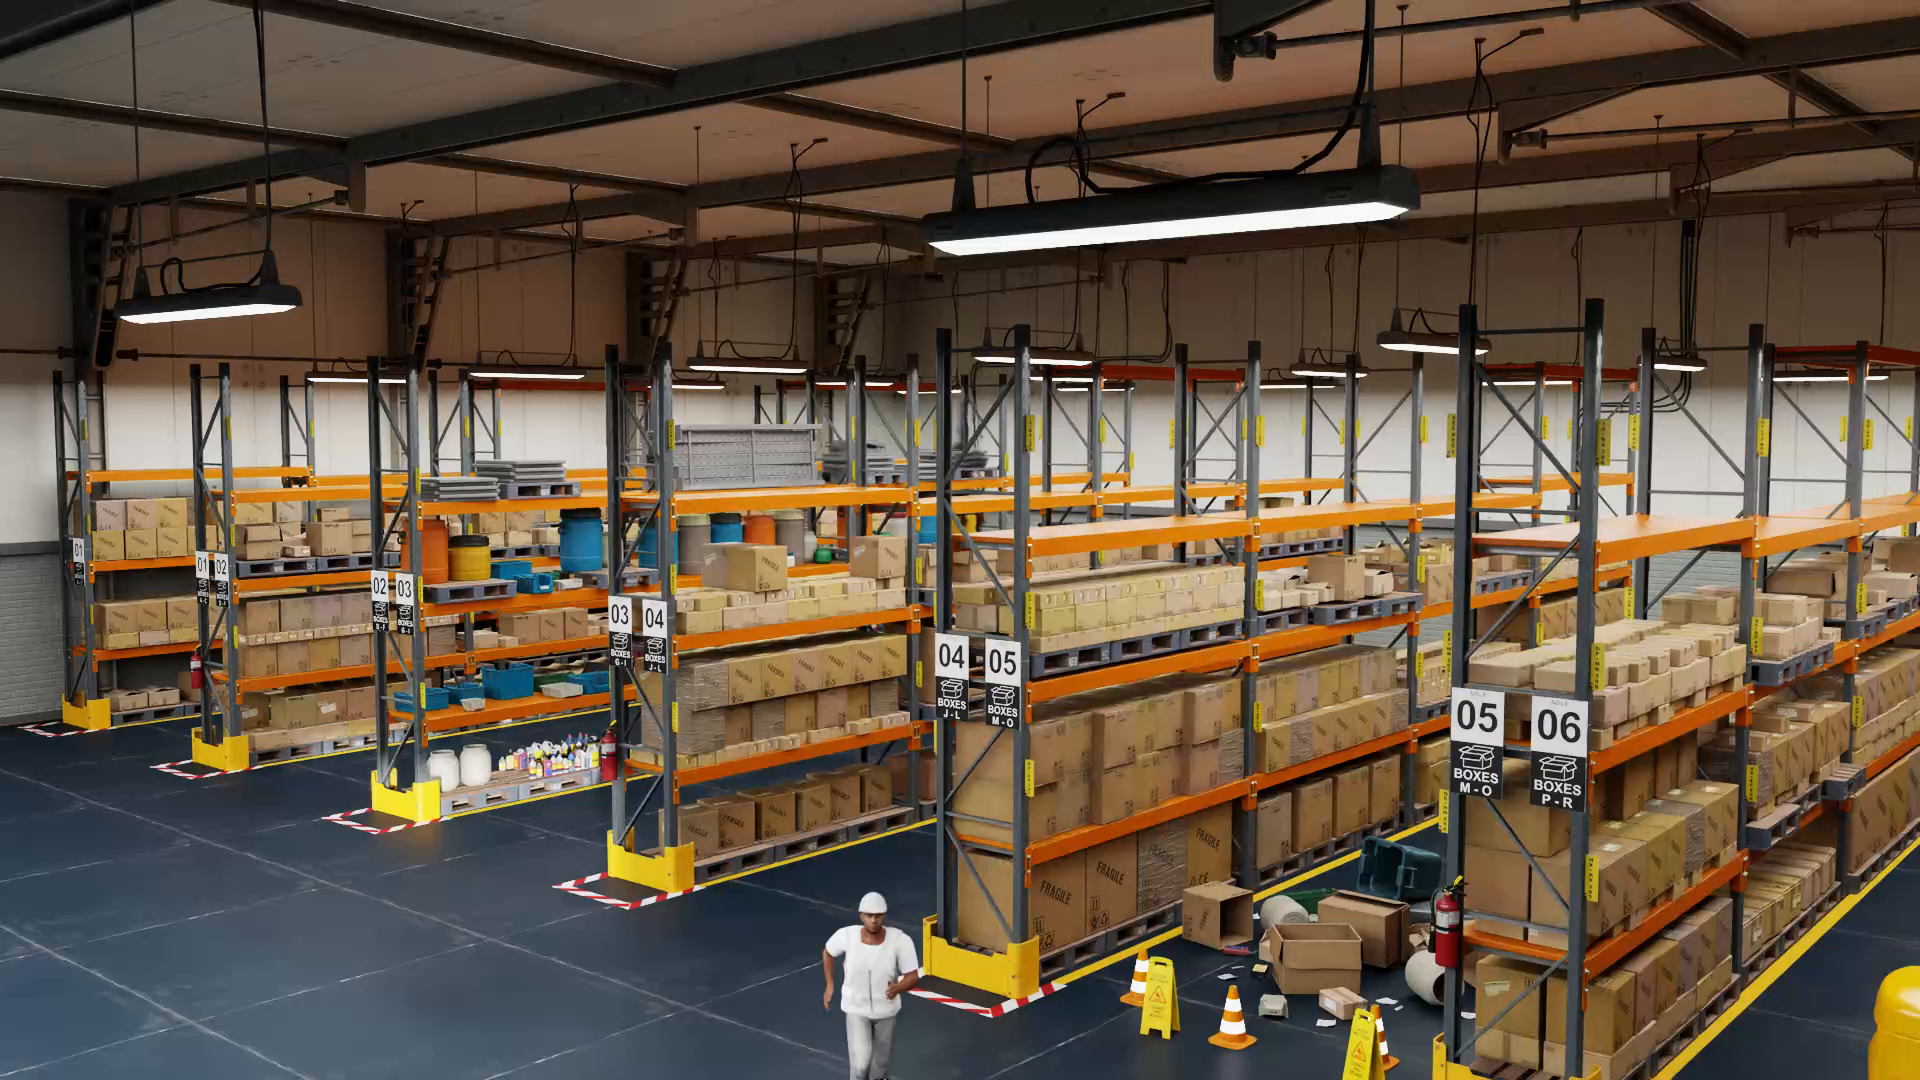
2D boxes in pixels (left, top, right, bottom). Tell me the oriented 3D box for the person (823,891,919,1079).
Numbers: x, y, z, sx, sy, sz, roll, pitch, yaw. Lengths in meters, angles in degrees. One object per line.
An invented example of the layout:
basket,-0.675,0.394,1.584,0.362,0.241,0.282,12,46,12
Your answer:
person,-0.636,3.425,11.974,0.671,1.814,0.832,-1,4,-8

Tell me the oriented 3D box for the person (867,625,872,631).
person,-1.851,1.637,32.739,0.653,1.759,0.734,2,5,31
